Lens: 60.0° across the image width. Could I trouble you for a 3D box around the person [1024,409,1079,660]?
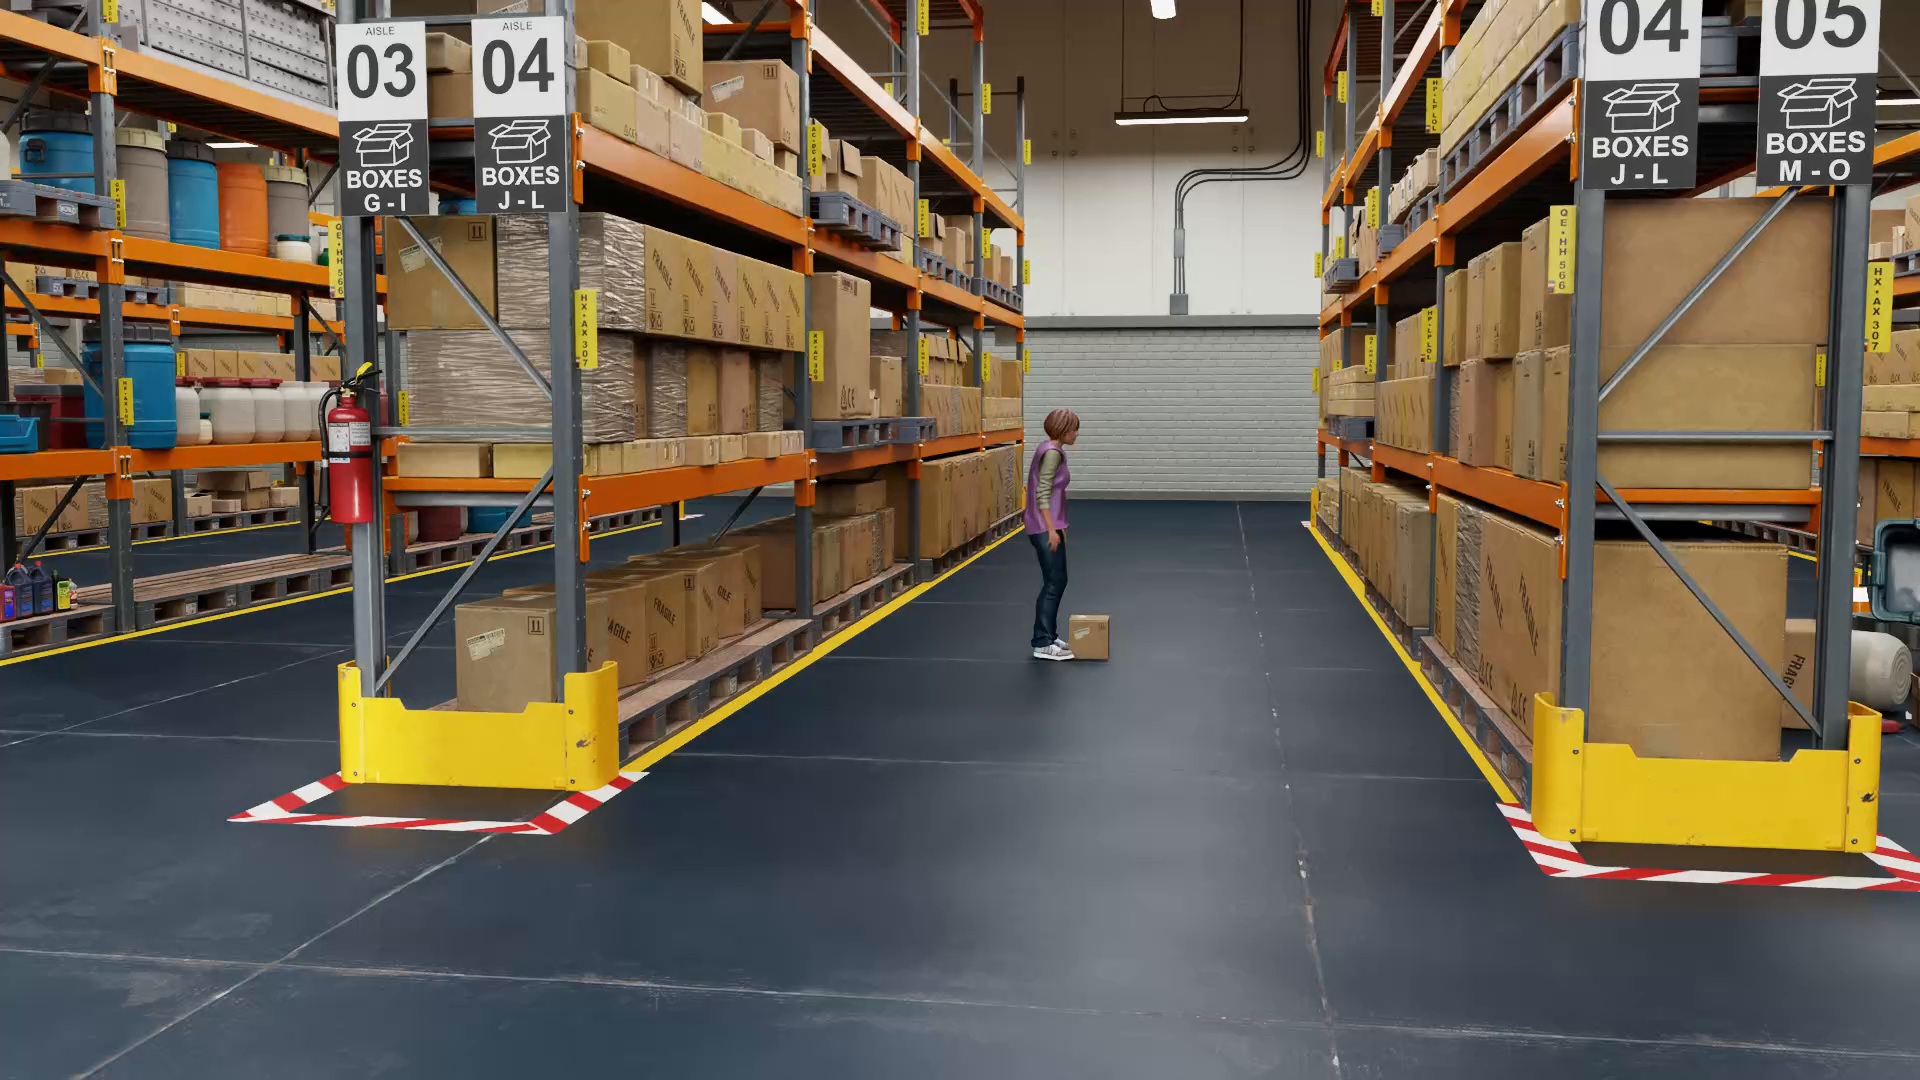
[{"bbox_3d":[0.588,-0.046,10.688,0.345,1.593,0.460,1,5,9],"label":"person"}]
